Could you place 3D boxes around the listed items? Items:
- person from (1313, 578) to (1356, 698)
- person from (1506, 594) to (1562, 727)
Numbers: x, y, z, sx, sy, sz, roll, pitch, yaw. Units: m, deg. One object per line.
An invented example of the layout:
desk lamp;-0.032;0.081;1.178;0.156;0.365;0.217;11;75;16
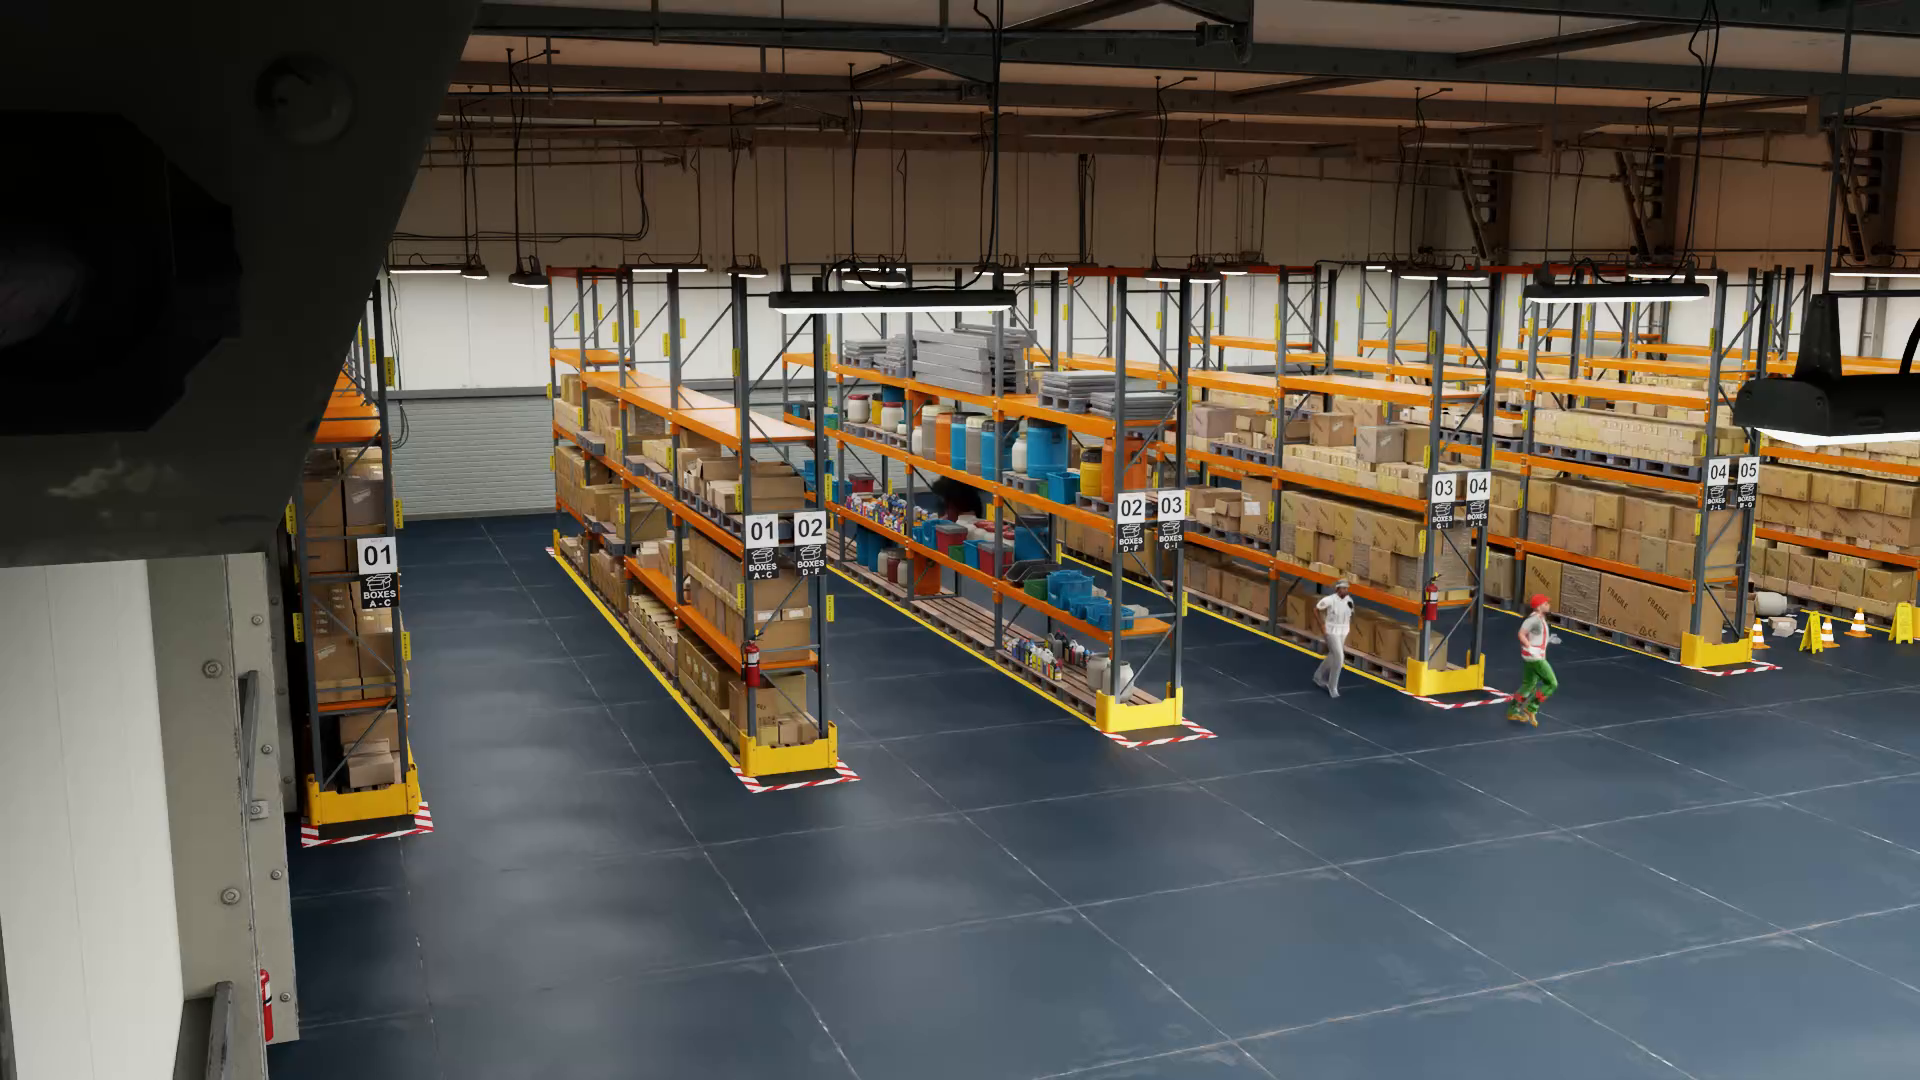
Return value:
person;5.420;1.387;23.981;0.562;1.754;0.745;-5;11;-28
person;7.740;1.599;22.376;0.656;1.776;0.665;3;10;16
